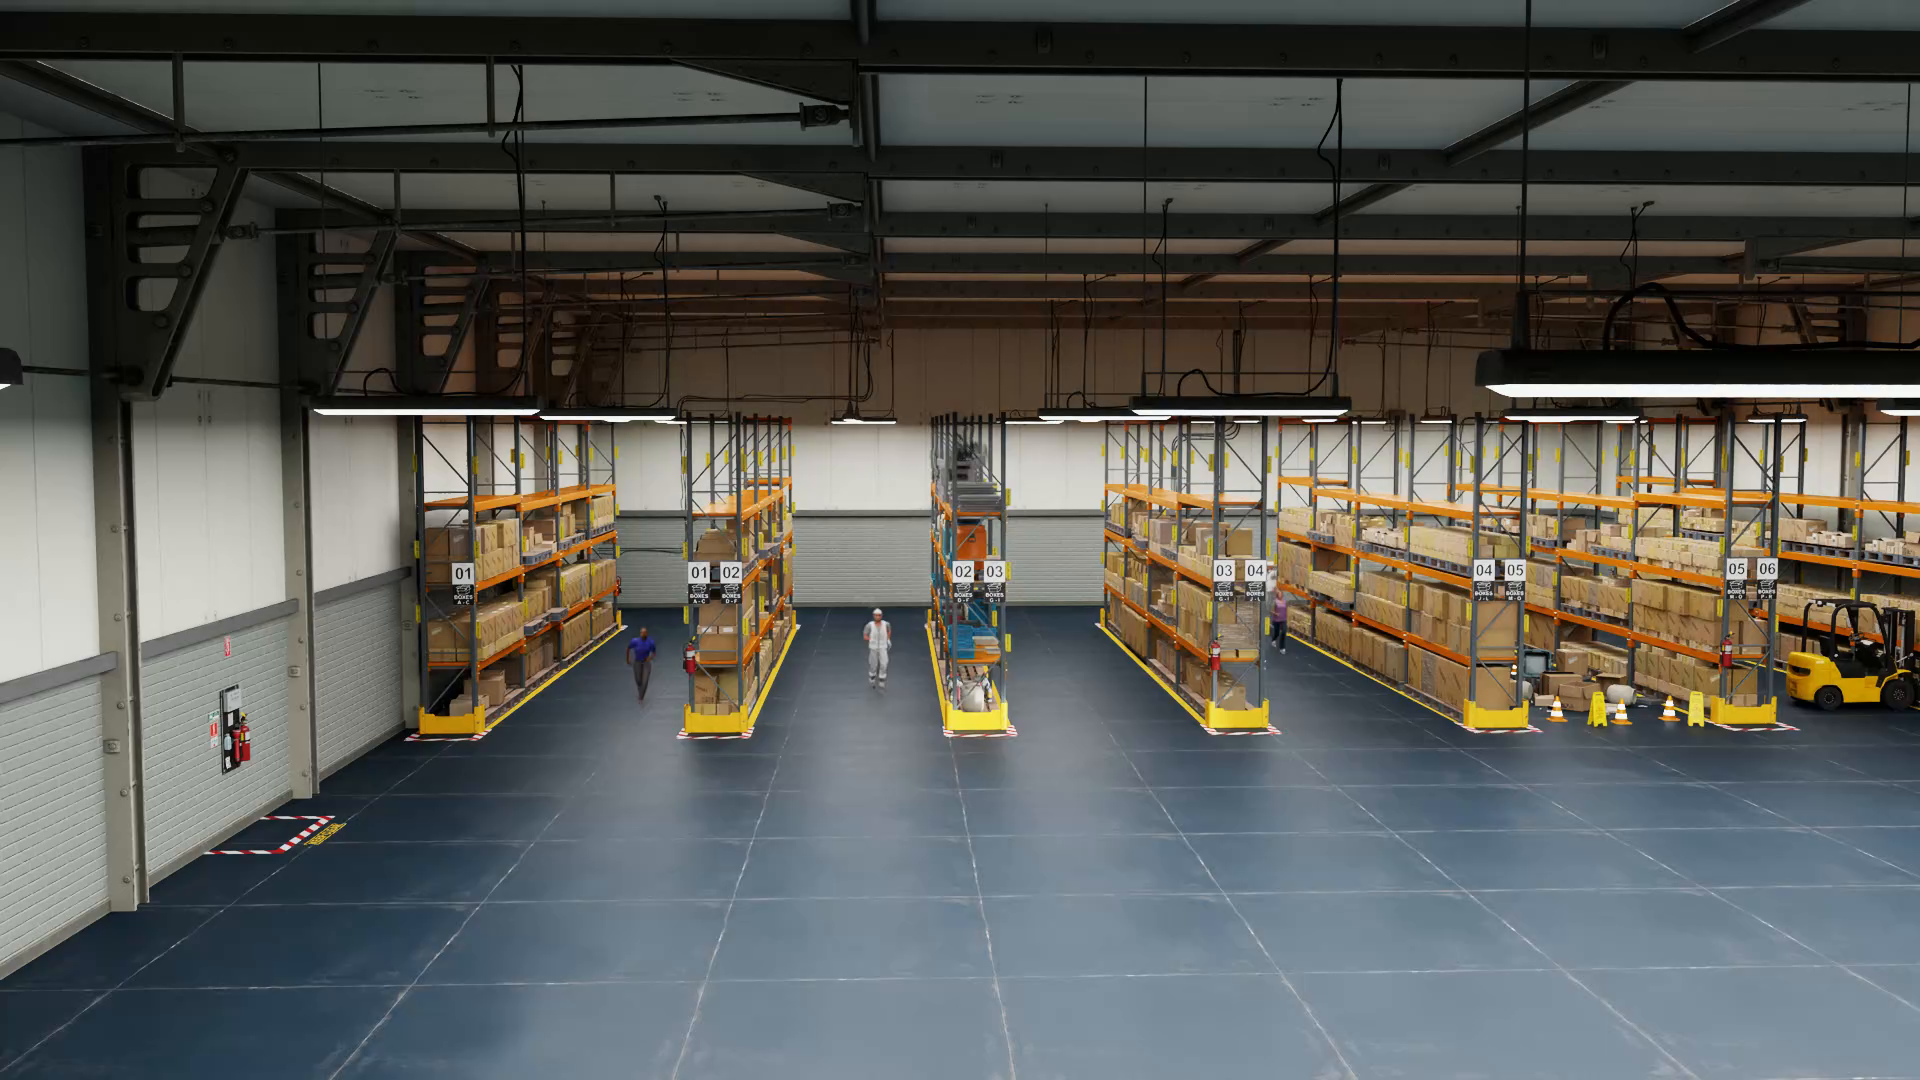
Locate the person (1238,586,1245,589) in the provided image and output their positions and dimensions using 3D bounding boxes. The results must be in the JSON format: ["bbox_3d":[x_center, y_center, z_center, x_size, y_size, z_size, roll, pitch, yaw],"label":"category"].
[{"bbox_3d":[8.214,1.580,47.871,0.769,1.736,1.050,2,4,28],"label":"person"}]

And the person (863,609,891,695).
[{"bbox_3d":[-1.785,2.390,35.918,0.608,1.833,0.855,-1,4,-7],"label":"person"}]

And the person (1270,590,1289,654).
[{"bbox_3d":[8.095,2.059,42.116,0.538,1.590,0.847,0,4,-7],"label":"person"}]

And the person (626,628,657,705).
[{"bbox_3d":[-6.575,2.604,34.336,0.615,1.606,0.644,-1,4,-12],"label":"person"}]

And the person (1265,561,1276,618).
[{"bbox_3d":[9.079,1.509,48.614,0.895,1.795,0.690,-1,4,-18],"label":"person"}]
